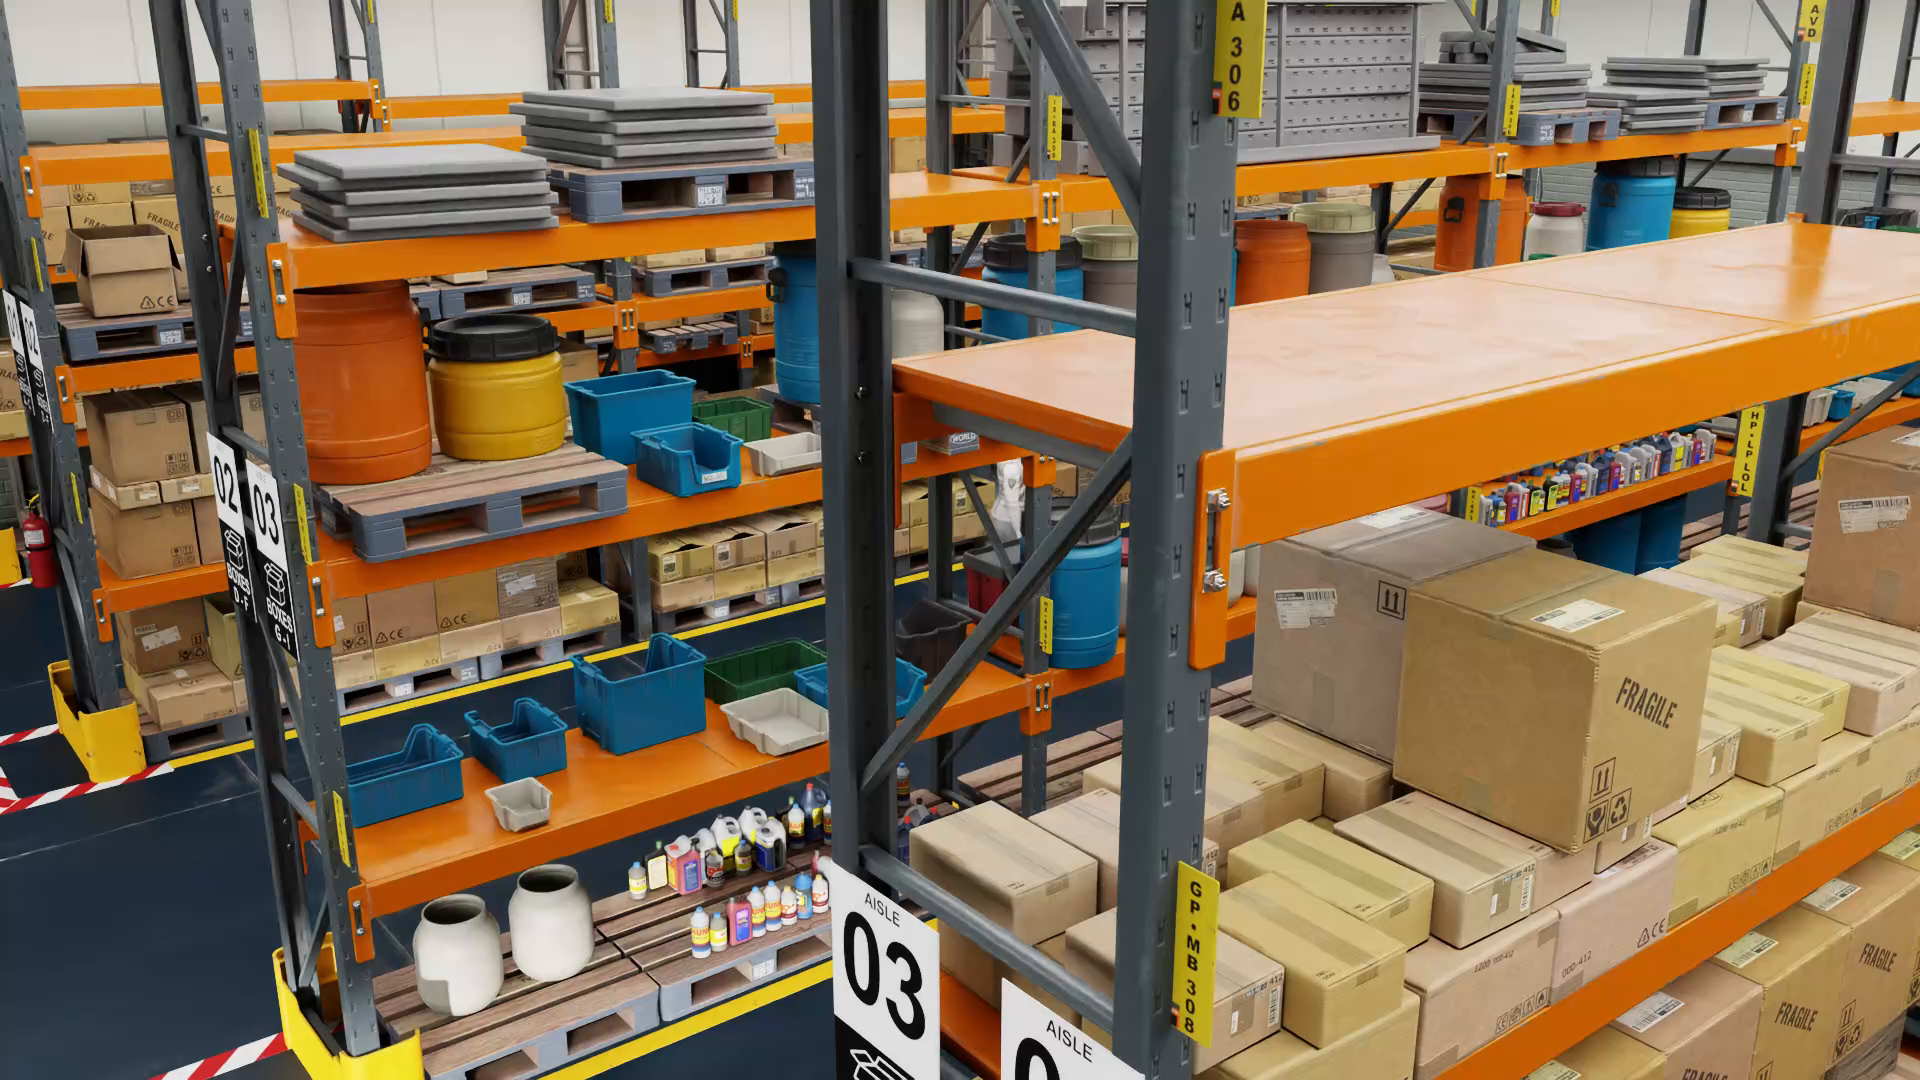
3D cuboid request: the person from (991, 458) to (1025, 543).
[{"bbox_3d":[0.398,-0.128,13.968,0.421,1.667,0.609,-2,18,-6],"label":"person"}]
